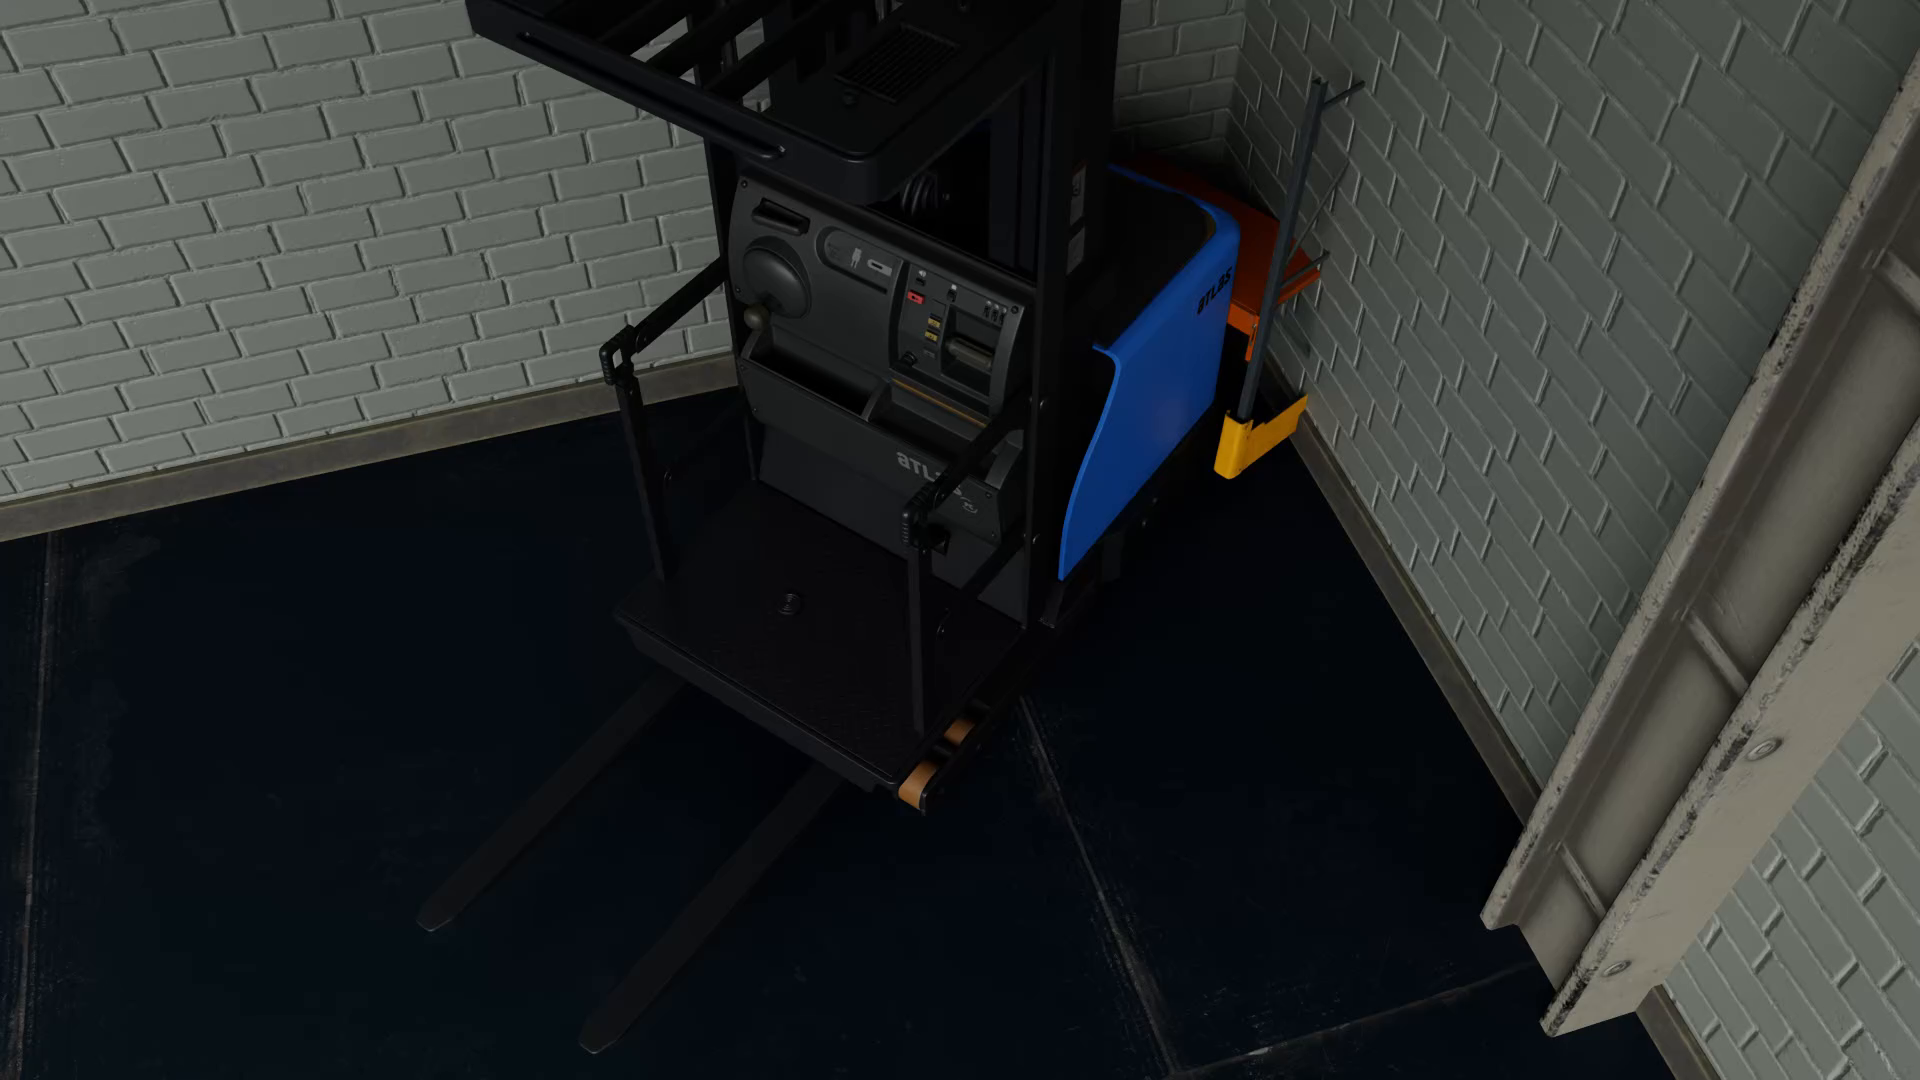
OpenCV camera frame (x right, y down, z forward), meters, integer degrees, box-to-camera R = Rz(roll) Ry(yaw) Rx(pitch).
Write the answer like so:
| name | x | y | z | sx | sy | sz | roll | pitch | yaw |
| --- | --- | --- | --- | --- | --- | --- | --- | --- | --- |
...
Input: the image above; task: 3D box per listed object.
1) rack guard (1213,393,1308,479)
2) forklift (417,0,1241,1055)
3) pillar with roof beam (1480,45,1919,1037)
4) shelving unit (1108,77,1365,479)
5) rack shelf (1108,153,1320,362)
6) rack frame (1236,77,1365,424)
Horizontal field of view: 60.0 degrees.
| name | x | y | z | sx | sy | sz | roll | pitch | yaw |
| --- | --- | --- | --- | --- | --- | --- | --- | --- | --- |
| rack guard | 1.119 | -0.456 | 5.866 | 0.087 | 0.250 | 0.587 | 36 | 53 | 28 |
| forklift | -0.357 | -0.555 | 4.301 | 1.130 | 2.935 | 3.031 | 28 | 55 | 22 |
| pillar with roof beam | -2.399 | -0.732 | 0.481 | 9.100 | 9.000 | 0.400 | -13 | 51 | -11 |
| shelving unit | 0.798 | -1.157 | 5.657 | 1.083 | 1.500 | 0.587 | 36 | 53 | 28 |
| rack shelf | 0.781 | -1.035 | 5.789 | 1.000 | 0.185 | 0.538 | 36 | 53 | 28 |
| rack frame | 1.154 | -0.897 | 5.424 | 0.032 | 1.500 | 0.500 | 36 | 53 | 28 |
